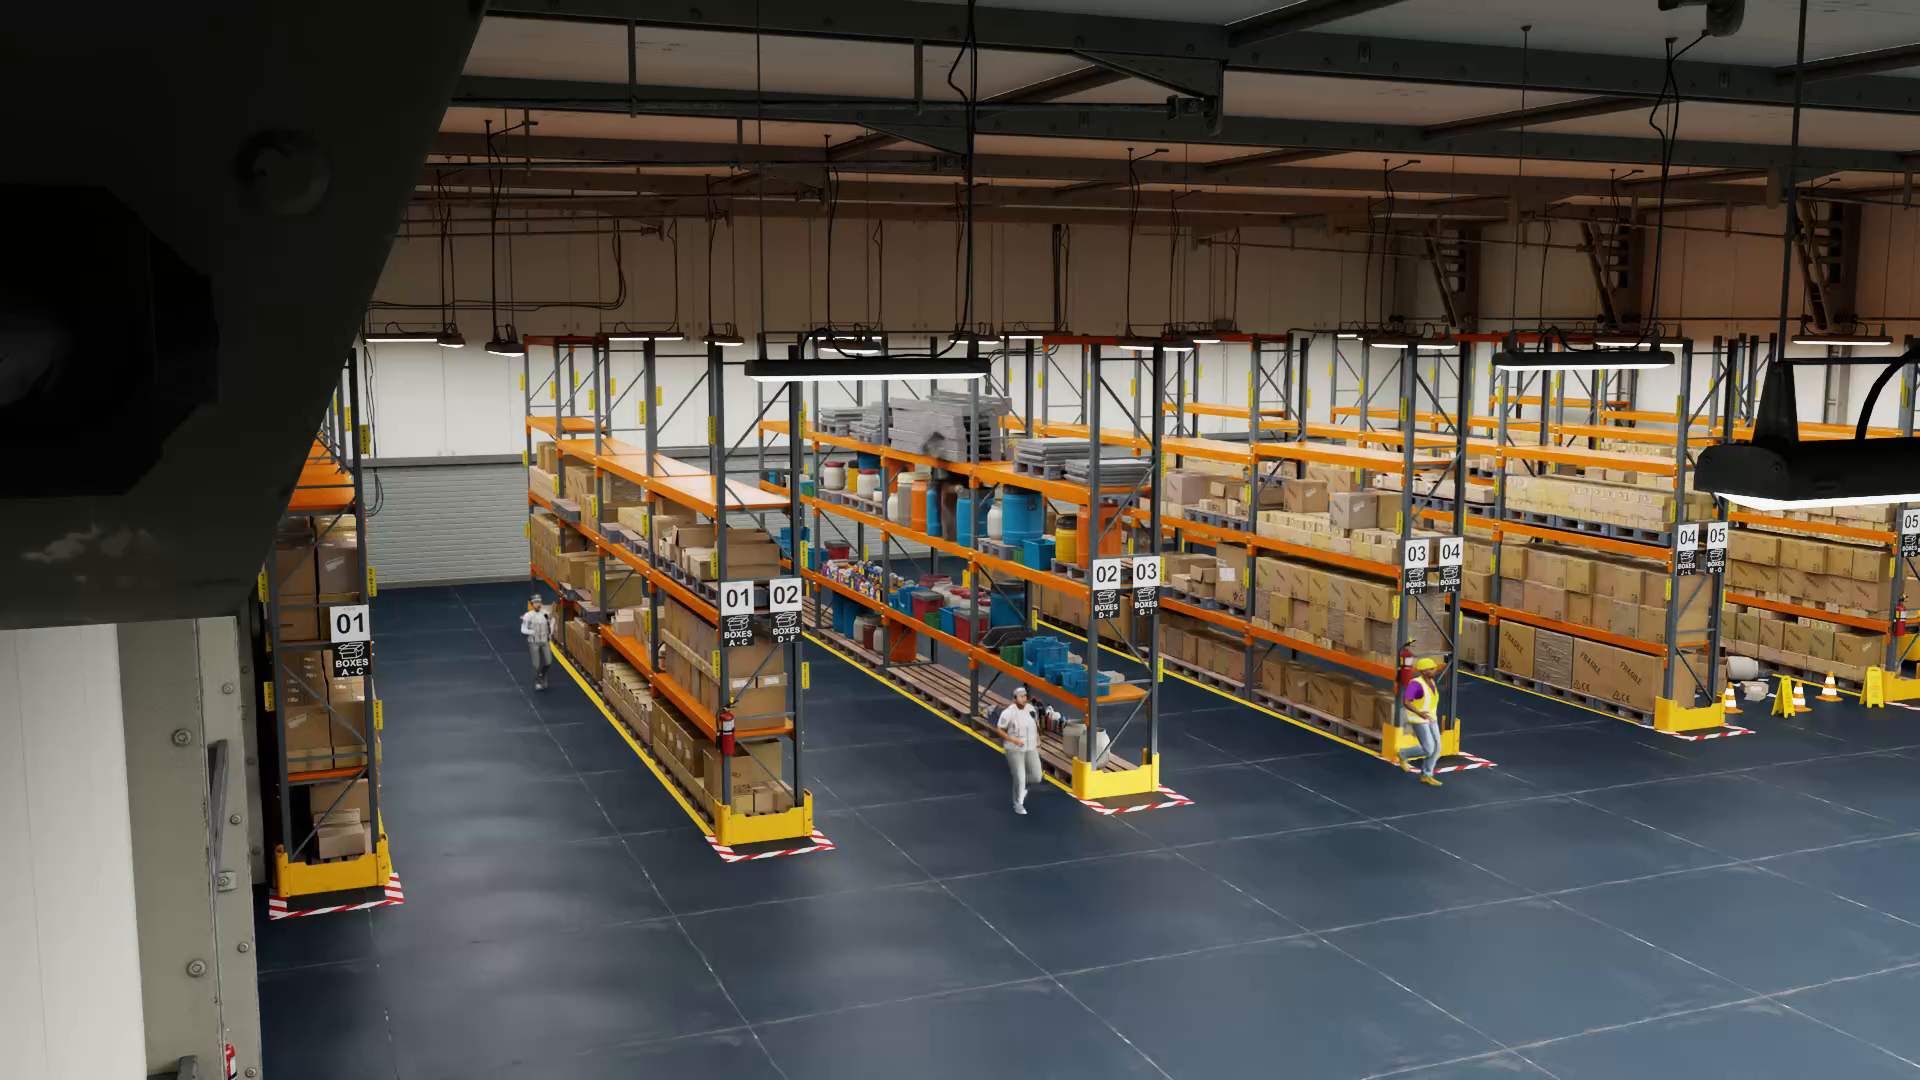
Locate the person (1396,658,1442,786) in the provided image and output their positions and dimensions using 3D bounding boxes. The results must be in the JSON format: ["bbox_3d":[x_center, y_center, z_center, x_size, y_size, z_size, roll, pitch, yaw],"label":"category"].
[{"bbox_3d":[6.312,2.468,22.769,0.738,1.738,0.664,-8,11,-44],"label":"person"}]

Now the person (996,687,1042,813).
[{"bbox_3d":[0.794,2.696,21.426,0.662,1.631,0.513,-4,9,-29],"label":"person"}]

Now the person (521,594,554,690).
[{"bbox_3d":[-7.130,1.744,28.268,0.600,1.657,0.566,-4,9,-29],"label":"person"}]
